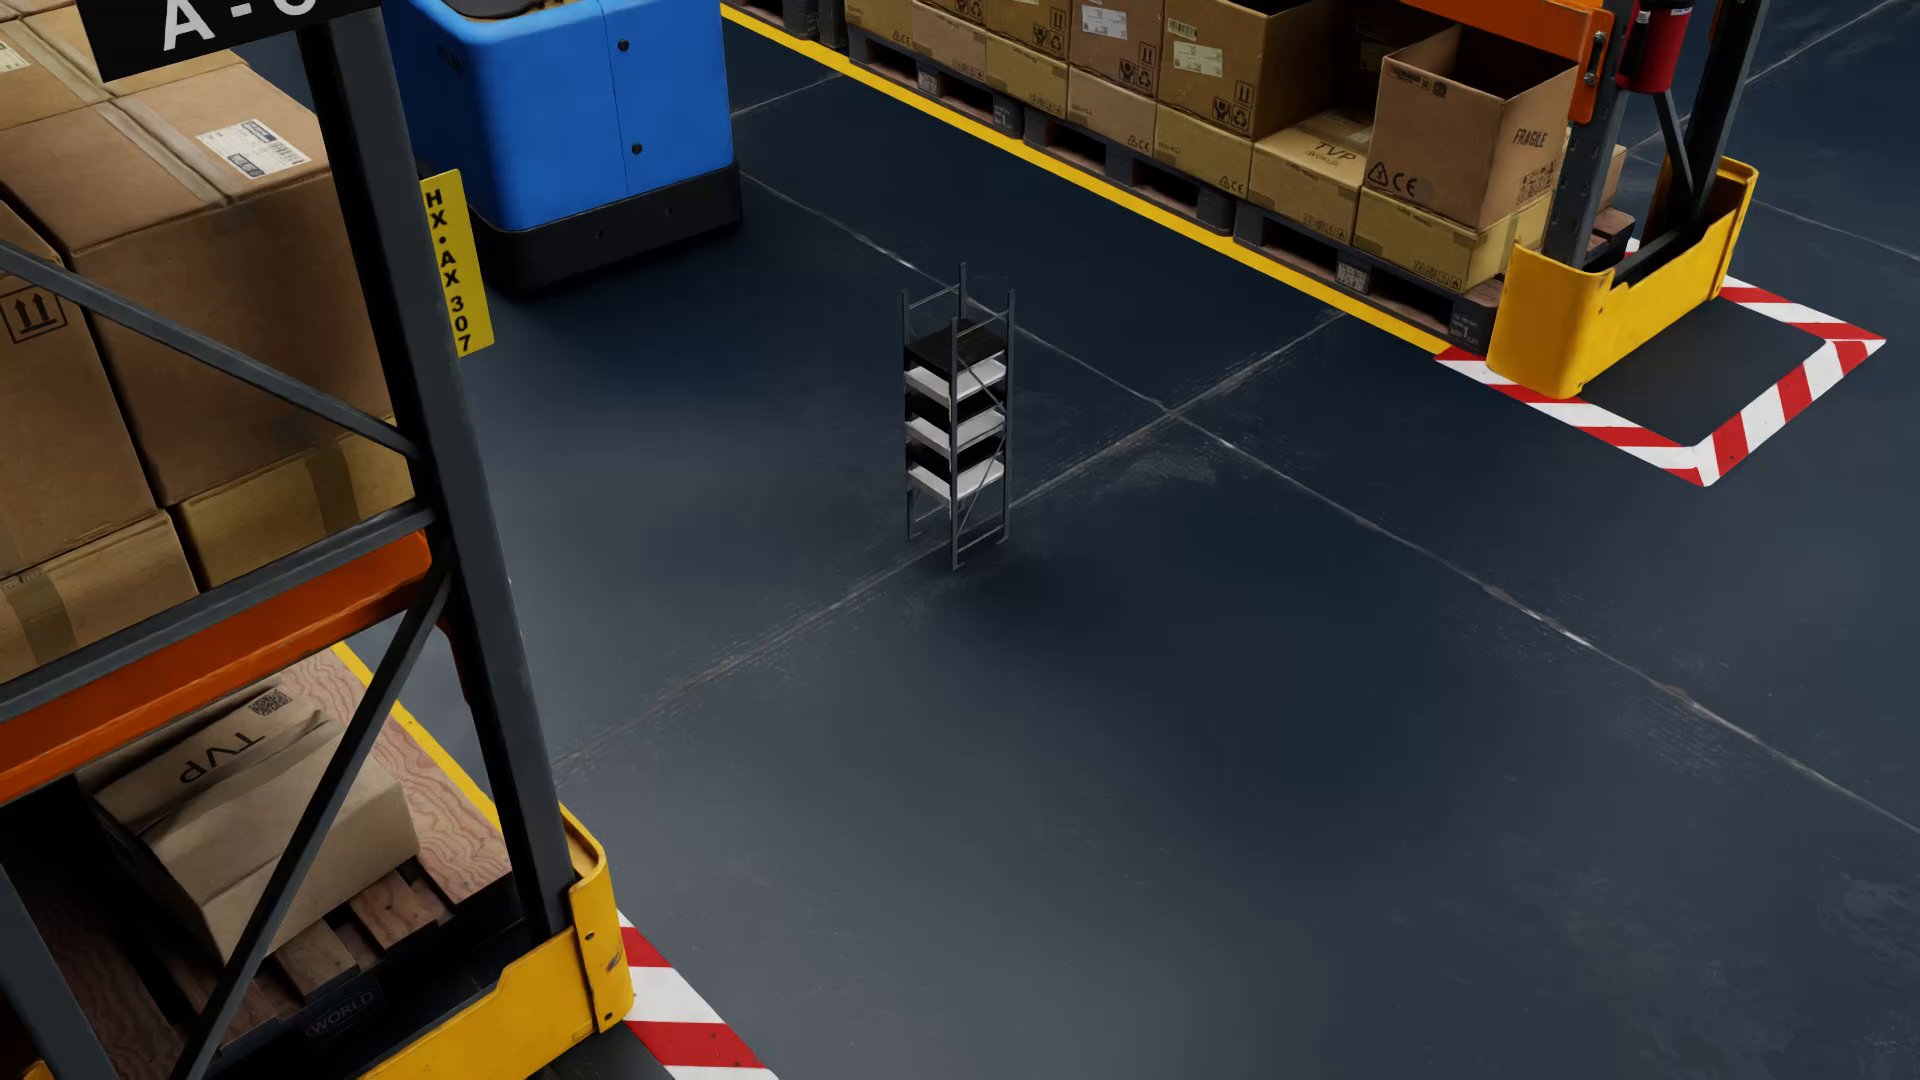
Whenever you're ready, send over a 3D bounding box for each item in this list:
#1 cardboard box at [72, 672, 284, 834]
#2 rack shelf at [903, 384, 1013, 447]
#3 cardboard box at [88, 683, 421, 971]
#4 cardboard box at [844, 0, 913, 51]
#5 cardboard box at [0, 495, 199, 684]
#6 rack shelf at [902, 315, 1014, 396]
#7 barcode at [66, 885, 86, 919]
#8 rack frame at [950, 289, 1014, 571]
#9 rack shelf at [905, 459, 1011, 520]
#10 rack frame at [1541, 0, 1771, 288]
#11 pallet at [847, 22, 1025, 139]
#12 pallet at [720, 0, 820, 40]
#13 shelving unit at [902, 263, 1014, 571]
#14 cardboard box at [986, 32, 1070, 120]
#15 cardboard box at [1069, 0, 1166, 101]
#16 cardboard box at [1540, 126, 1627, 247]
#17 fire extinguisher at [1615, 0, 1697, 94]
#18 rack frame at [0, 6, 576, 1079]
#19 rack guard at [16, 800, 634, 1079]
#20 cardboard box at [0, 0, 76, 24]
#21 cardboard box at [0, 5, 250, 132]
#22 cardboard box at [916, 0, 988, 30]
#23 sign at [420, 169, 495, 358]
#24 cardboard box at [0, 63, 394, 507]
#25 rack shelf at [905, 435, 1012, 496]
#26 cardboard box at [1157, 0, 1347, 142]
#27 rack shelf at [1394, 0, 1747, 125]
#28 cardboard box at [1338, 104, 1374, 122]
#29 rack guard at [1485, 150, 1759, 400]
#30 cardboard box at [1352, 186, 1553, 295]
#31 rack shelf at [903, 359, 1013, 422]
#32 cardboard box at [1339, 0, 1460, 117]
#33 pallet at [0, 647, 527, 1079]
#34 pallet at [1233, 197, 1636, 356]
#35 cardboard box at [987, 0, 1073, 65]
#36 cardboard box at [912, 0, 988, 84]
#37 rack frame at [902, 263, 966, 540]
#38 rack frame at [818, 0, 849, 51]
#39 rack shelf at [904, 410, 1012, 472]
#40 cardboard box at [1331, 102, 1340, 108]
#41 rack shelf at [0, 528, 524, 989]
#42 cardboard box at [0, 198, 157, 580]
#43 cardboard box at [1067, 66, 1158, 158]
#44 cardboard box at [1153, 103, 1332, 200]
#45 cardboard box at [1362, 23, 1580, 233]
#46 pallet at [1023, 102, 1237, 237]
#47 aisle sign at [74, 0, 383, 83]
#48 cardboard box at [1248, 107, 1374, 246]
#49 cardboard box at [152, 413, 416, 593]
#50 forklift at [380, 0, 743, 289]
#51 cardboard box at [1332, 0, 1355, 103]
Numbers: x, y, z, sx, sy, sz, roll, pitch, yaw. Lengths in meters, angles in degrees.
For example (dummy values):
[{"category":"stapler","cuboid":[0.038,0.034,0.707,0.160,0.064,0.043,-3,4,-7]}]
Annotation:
[{"category":"cardboard box","cuboid":[-2.022,0.376,4.187,0.500,0.311,0.500,-26,46,-28]},{"category":"rack shelf","cuboid":[-0.005,-0.398,4.936,0.258,0.077,0.200,-30,48,-32]},{"category":"cardboard box","cuboid":[-1.636,0.640,3.860,0.500,0.311,0.500,29,47,31]},{"category":"cardboard box","cuboid":[-0.203,-2.585,7.917,0.500,0.250,0.500,-30,48,-32]},{"category":"cardboard box","cuboid":[-1.694,0.040,2.916,0.500,0.250,0.500,-29,47,-31]},{"category":"rack shelf","cuboid":[-0.005,-0.538,4.823,0.258,0.077,0.200,-30,48,-32]},{"category":"barcode","cuboid":[-1.943,0.798,3.657,0.001,0.075,0.075,-30,48,-32]},{"category":"rack frame","cuboid":[0.063,-0.307,4.914,0.240,0.900,0.006,-30,48,-32]},{"category":"rack shelf","cuboid":[-0.005,-0.188,5.106,0.258,0.077,0.200,-30,48,-32]},{"category":"rack frame","cuboid":[2.412,-1.983,5.318,1.000,3.000,0.127,-30,48,-32]},{"category":"pallet","cuboid":[0.213,-2.364,8.009,1.003,0.211,1.213,-30,48,-32]},{"category":"pallet","cuboid":[-0.821,-3.074,8.888,1.003,0.211,1.213,-30,48,-32]},{"category":"shelving unit","cuboid":[-0.005,-0.354,4.972,0.258,0.900,0.210,-30,48,-32]},{"category":"cardboard box","cuboid":[0.465,-2.117,7.339,0.500,0.250,0.500,-30,48,-32]},{"category":"cardboard box","cuboid":[0.805,-2.179,6.818,0.500,0.500,0.500,-30,48,-32]},{"category":"cardboard box","cuboid":[2.213,-1.420,6.475,0.500,0.250,0.500,-30,48,-32]},{"category":"fire extinguisher","cuboid":[2.149,-1.701,5.030,0.296,0.674,0.183,-30,48,-32]},{"category":"rack frame","cuboid":[-1.235,0.124,2.710,1.000,3.000,0.127,-30,48,-32]},{"category":"rack guard","cuboid":[-1.286,1.061,3.539,1.175,0.500,0.348,-30,48,-32]},{"category":"cardboard box","cuboid":[-2.008,-0.941,3.534,0.500,0.500,0.500,-32,49,-33]},{"category":"cardboard box","cuboid":[-1.663,-0.699,3.235,0.500,0.500,0.500,-30,48,-32]},{"category":"cardboard box","cuboid":[0.133,-2.644,7.394,0.500,0.500,0.500,-30,48,-32]},{"category":"sign","cuboid":[-0.835,-0.444,2.723,0.100,0.325,0.005,-30,48,-32]},{"category":"cardboard box","cuboid":[-1.336,-0.466,2.947,0.500,0.500,0.500,-30,48,-32]},{"category":"rack shelf","cuboid":[-0.005,-0.258,5.049,0.258,0.077,0.200,-30,48,-32]},{"category":"cardboard box","cuboid":[1.143,-1.947,6.531,0.500,0.500,0.500,-30,48,-32]},{"category":"rack shelf","cuboid":[1.059,-2.629,6.690,1.077,0.370,4.000,-30,48,-32]},{"category":"cardboard box","cuboid":[1.872,-1.649,6.759,0.500,0.250,0.500,-30,48,-32]},{"category":"rack guard","cuboid":[2.428,-1.000,6.090,1.175,0.500,0.348,-30,48,-32]},{"category":"cardboard box","cuboid":[1.831,-1.200,6.202,0.500,0.250,0.500,-30,48,-32]},{"category":"rack shelf","cuboid":[-0.005,-0.468,4.880,0.258,0.077,0.200,-30,48,-32]},{"category":"cardboard box","cuboid":[1.873,-1.942,6.524,0.500,0.500,0.500,-30,48,-32]},{"category":"pallet","cuboid":[-1.809,0.782,4.113,1.003,0.211,1.213,-30,48,-32]},{"category":"pallet","cuboid":[1.864,-1.235,6.610,1.003,0.211,1.213,-30,48,-32]},{"category":"cardboard box","cuboid":[0.466,-2.409,7.103,0.500,0.500,0.500,-30,48,-32]},{"category":"cardboard box","cuboid":[0.131,-2.351,7.628,0.500,0.250,0.500,-30,48,-32]},{"category":"rack frame","cuboid":[-0.074,-0.401,5.030,0.240,0.900,0.006,-30,48,-32]},{"category":"rack frame","cuboid":[-0.294,-3.834,7.610,1.000,3.000,0.127,-30,48,-32]},{"category":"rack shelf","cuboid":[-0.005,-0.328,4.993,0.258,0.077,0.200,-30,48,-32]},{"category":"cardboard box","cuboid":[1.534,-1.881,7.046,0.500,0.250,0.500,-30,48,-32]},{"category":"rack shelf","cuboid":[-2.587,-0.522,4.082,1.077,0.370,4.000,-30,48,-32]},{"category":"cardboard box","cuboid":[-1.710,-0.245,2.673,0.500,0.500,0.500,-31,48,-32]},{"category":"cardboard box","cuboid":[0.808,-1.889,7.055,0.500,0.250,0.500,-30,48,-32]},{"category":"cardboard box","cuboid":[1.145,-1.656,6.768,0.500,0.250,0.500,-30,48,-32]},{"category":"cardboard box","cuboid":[1.830,-1.490,5.965,0.500,0.500,0.500,-30,48,-32]},{"category":"pallet","cuboid":[1.043,-1.799,7.309,1.003,0.211,1.213,-30,48,-32]},{"category":"aisle sign","cuboid":[-0.965,-0.982,2.009,0.394,0.787,0.004,-30,48,-32]},{"category":"cardboard box","cuboid":[1.484,-1.426,6.482,0.500,0.250,0.500,-30,48,-32]},{"category":"cardboard box","cuboid":[-1.331,-0.187,3.197,0.500,0.250,0.500,-31,48,-33]},{"category":"forklift","cuboid":[-2.167,-2.970,6.595,1.130,2.935,3.031,-25,45,-28]},{"category":"cardboard box","cuboid":[1.526,-2.168,6.804,0.500,0.500,0.500,-30,48,-32]}]
